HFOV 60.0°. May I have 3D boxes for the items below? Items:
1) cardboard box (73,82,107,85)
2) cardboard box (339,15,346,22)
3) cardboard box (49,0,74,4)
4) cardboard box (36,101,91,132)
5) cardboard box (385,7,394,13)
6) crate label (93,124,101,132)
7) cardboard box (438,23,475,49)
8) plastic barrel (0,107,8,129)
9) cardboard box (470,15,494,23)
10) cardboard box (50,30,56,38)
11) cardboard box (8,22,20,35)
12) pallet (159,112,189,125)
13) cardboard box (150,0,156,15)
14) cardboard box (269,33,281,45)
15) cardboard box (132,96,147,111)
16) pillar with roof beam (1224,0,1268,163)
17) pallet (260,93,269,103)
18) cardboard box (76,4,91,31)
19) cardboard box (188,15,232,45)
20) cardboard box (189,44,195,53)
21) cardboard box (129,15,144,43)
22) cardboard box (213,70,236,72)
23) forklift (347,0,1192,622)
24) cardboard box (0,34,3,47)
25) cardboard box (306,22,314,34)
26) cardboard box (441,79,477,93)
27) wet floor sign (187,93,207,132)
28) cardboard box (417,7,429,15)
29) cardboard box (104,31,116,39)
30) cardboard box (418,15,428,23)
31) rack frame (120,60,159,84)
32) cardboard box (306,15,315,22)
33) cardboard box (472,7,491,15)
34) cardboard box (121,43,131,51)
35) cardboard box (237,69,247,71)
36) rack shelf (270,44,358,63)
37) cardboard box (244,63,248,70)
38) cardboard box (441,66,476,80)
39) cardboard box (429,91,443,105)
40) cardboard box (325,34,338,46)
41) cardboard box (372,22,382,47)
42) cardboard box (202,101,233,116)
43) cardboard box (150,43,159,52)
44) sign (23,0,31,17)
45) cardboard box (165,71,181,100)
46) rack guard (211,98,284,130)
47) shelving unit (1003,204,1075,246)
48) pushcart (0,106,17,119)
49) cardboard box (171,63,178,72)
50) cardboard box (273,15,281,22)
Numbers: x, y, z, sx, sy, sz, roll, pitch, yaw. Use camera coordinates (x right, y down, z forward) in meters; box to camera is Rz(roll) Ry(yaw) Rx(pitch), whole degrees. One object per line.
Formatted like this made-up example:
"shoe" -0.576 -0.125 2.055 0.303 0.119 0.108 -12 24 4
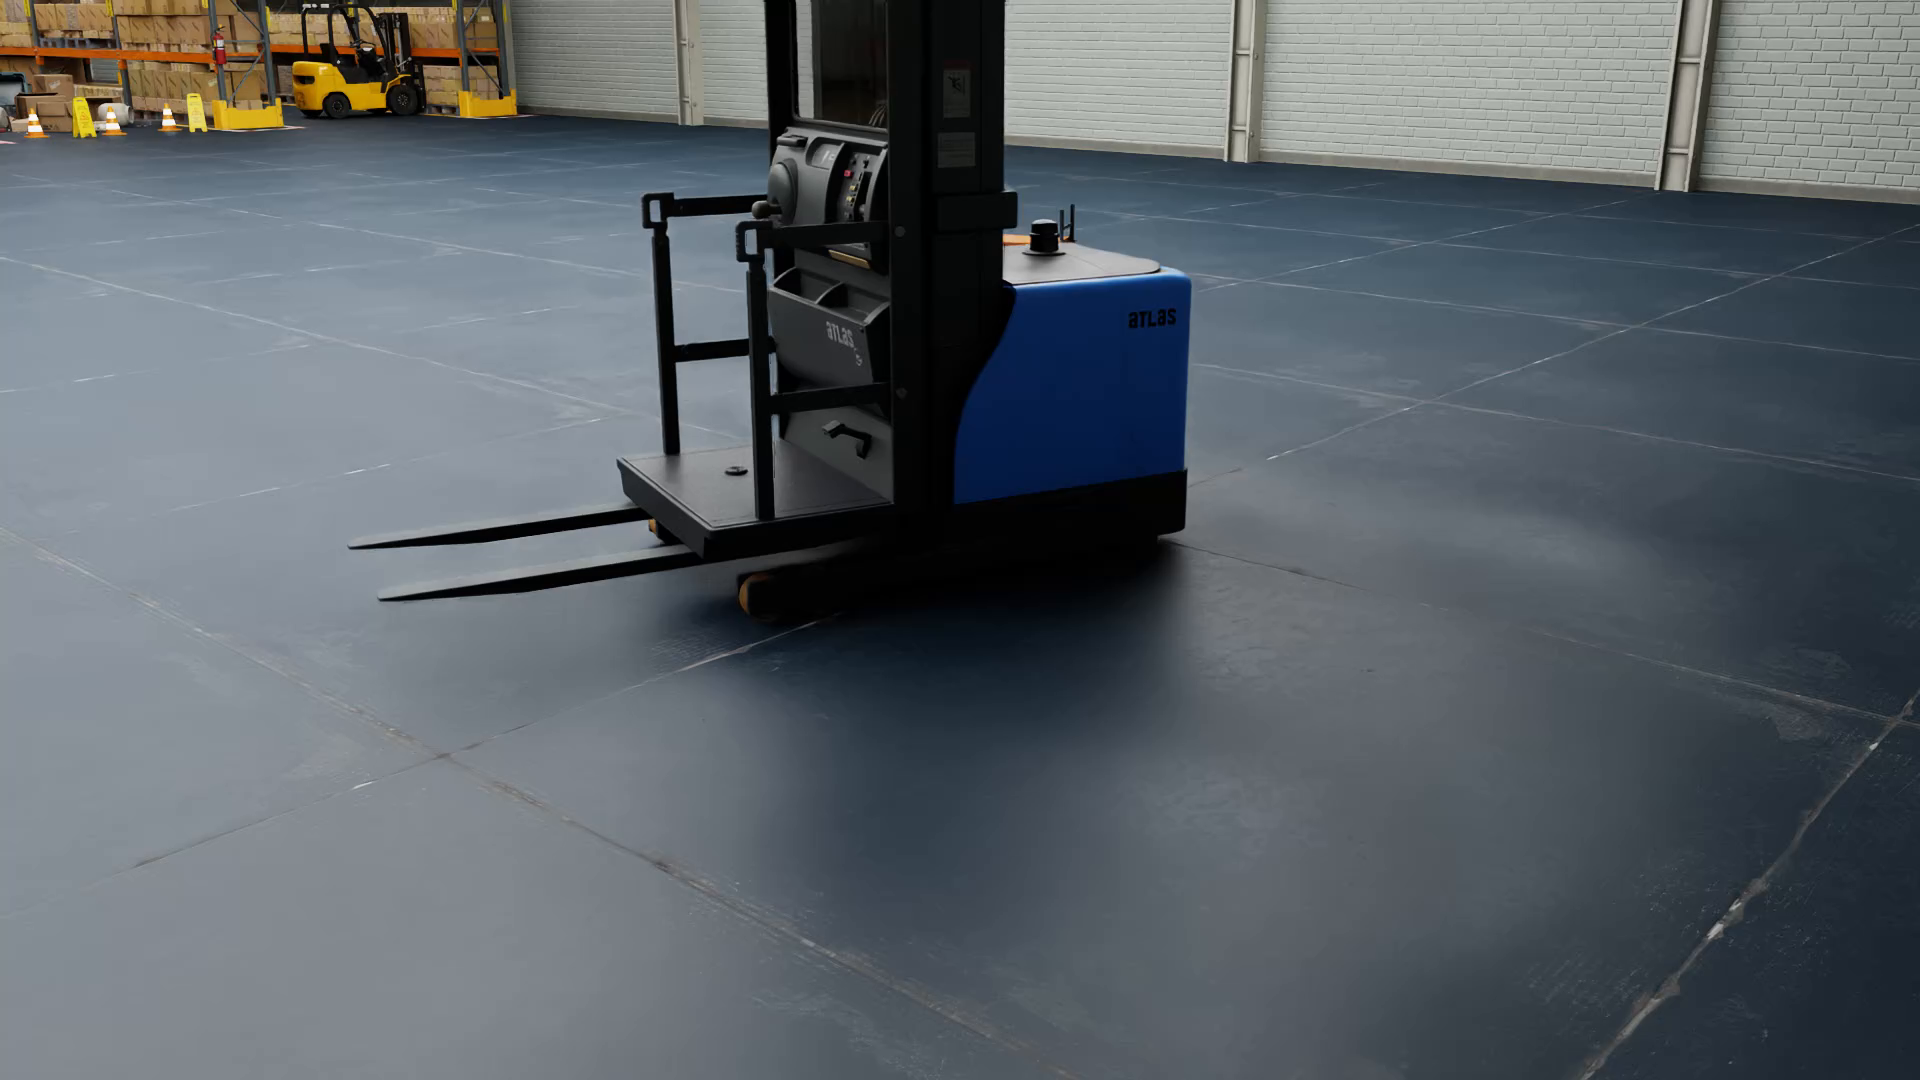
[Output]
"cardboard box" -18.432 -9.357 34.785 0.625 0.372 0.950 13 22 36
"cardboard box" -13.172 -11.268 35.921 0.250 0.149 0.380 15 23 38
"cardboard box" -19.054 -11.203 35.136 0.500 0.500 0.500 14 22 37
"cardboard box" -15.858 -7.508 29.438 0.637 0.503 0.797 0 18 2
"cardboard box" -11.734 -11.011 34.617 0.250 0.149 0.380 15 23 38
"crate label" -15.154 -7.173 28.986 0.298 0.136 0.250 4 18 11
"cardboard box" -10.115 -10.129 33.404 0.500 0.500 0.500 14 23 38
"plastic barrel" -17.199 -7.473 29.458 0.512 0.421 0.421 -3 18 -8
"cardboard box" -9.654 -10.526 33.582 0.250 0.149 0.380 14 23 38
"cardboard box" -18.365 -10.368 34.043 0.250 0.149 0.380 13 22 36
"cardboard box" -19.764 -10.833 35.210 0.500 0.250 0.500 14 23 38
"pallet" -14.413 -8.021 31.535 1.213 0.211 1.003 15 23 39
"cardboard box" -14.495 -9.952 30.700 0.500 0.500 0.700 15 23 39
"cardboard box" -15.386 -11.433 37.924 0.500 0.250 0.500 15 23 39
"cardboard box" -15.594 -8.431 32.072 0.500 0.250 0.500 14 22 37
"pillar with roof beam" 1.111 -8.657 19.014 0.400 9.000 9.100 15 23 39
"pallet" -16.089 -10.478 39.278 1.213 0.211 1.003 15 23 39
"cardboard box" -17.107 -10.356 32.934 0.500 0.500 0.500 16 24 41
"cardboard box" -13.453 -9.154 29.841 0.500 0.500 0.500 15 23 38
"cardboard box" -13.726 -8.907 30.135 0.250 0.149 0.380 15 23 38
"cardboard box" -15.321 -9.664 31.447 0.500 0.500 0.500 15 23 39
"cardboard box" -13.696 -8.499 31.043 0.500 0.500 0.500 14 22 37
"forklift" -0.660 -1.298 5.856 3.031 2.935 1.130 -9 20 -26
"cardboard box" -20.557 -10.796 35.918 0.500 0.250 0.500 15 23 38
"cardboard box" -14.234 -11.364 36.882 0.500 0.250 0.500 15 23 40
"cardboard box" -10.144 -9.197 33.657 0.500 0.250 0.500 15 23 39
"wet floor sign" -13.432 -7.516 29.227 0.267 0.644 0.232 -9 20 -27
"cardboard box" -10.804 -10.748 33.790 0.250 0.149 0.380 16 23 41
"cardboard box" -16.424 -9.843 32.388 0.250 0.149 0.380 15 23 40
"cardboard box" -10.791 -10.611 33.850 0.250 0.149 0.380 14 22 38
"rack frame" -21.539 -13.255 43.418 0.127 3.000 1.000 15 23 39
"cardboard box" -14.192 -11.506 36.670 0.250 0.149 0.380 14 23 38
"cardboard box" -9.682 -10.656 33.502 0.250 0.149 0.380 14 23 38
"cardboard box" -15.833 -9.466 31.895 0.250 0.149 0.380 15 23 39
"cardboard box" -16.775 -10.901 39.439 0.500 0.500 0.500 16 24 42
"rack shelf" -14.060 -10.904 37.200 4.000 0.370 1.077 15 23 39
"cardboard box" -16.653 -11.182 39.253 0.250 0.149 0.380 16 24 41
"cardboard box" -10.124 -9.430 33.565 0.500 0.250 0.500 16 24 41
"cardboard box" -10.499 -9.057 34.041 0.500 0.250 0.500 15 23 39
"cardboard box" -13.494 -10.915 36.295 0.500 0.250 0.500 15 23 39
"cardboard box" -12.005 -10.644 35.026 0.500 0.500 0.500 16 23 40
"cardboard box" -13.665 -7.914 30.442 0.500 0.250 0.500 15 23 39
"cardboard box" -14.883 -9.207 31.079 0.250 0.149 0.380 15 23 40
"sign" -19.214 -10.950 34.243 0.005 0.325 0.100 15 23 39
"cardboard box" -14.402 -8.474 30.966 0.500 0.500 0.500 14 23 38
"rack guard" -12.921 -7.742 30.180 0.348 0.500 1.175 15 23 39
"shelving unit" 0.228 -0.883 7.412 0.503 1.200 0.258 5 18 15
"pushcart" -17.332 -7.946 31.025 0.936 0.377 1.648 7 19 21
"cardboard box" -14.337 -8.739 30.730 0.250 0.149 0.380 16 24 42
"cardboard box" -15.312 -11.821 37.664 0.250 0.149 0.380 16 23 40
